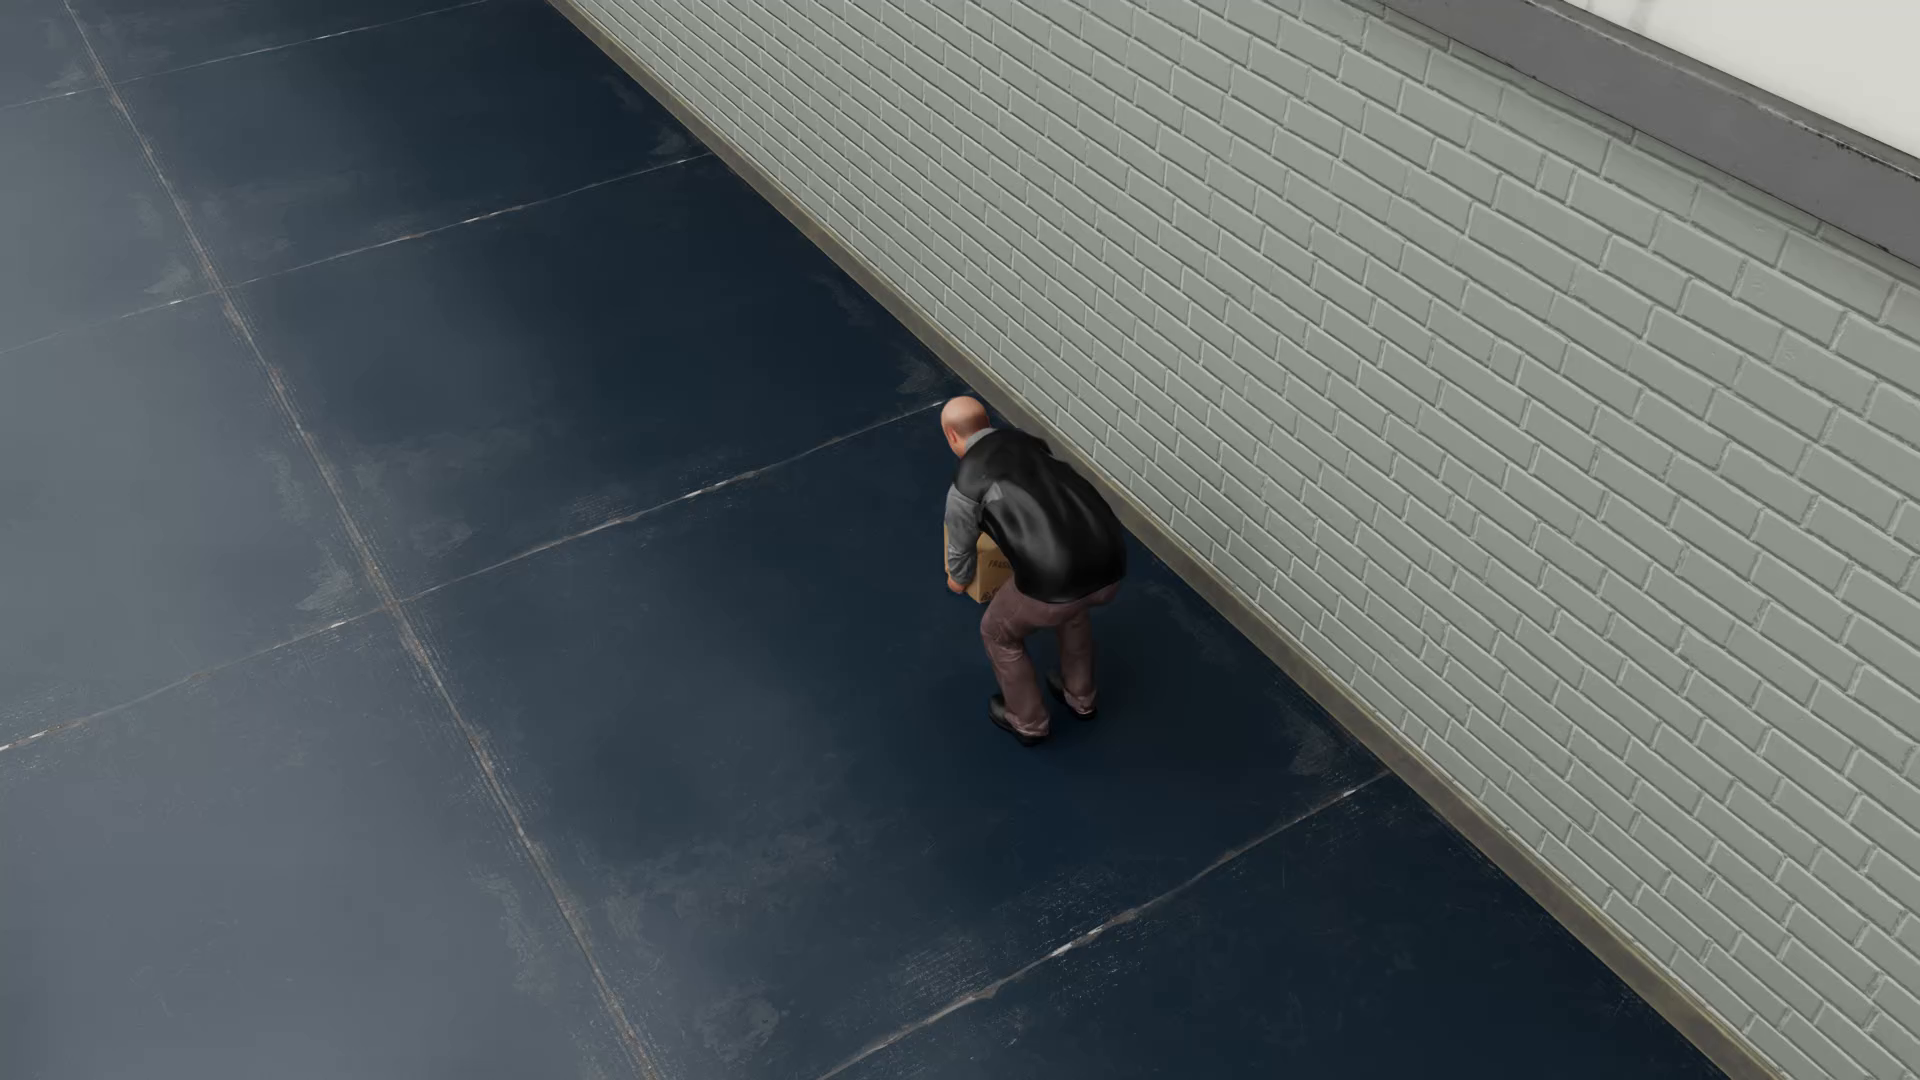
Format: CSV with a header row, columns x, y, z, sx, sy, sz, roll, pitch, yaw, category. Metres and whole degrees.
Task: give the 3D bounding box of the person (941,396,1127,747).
x,y,z,sx,sy,sz,roll,pitch,yaw,category
0.229,0.129,6.416,0.478,1.215,0.926,-24,46,-26,person
